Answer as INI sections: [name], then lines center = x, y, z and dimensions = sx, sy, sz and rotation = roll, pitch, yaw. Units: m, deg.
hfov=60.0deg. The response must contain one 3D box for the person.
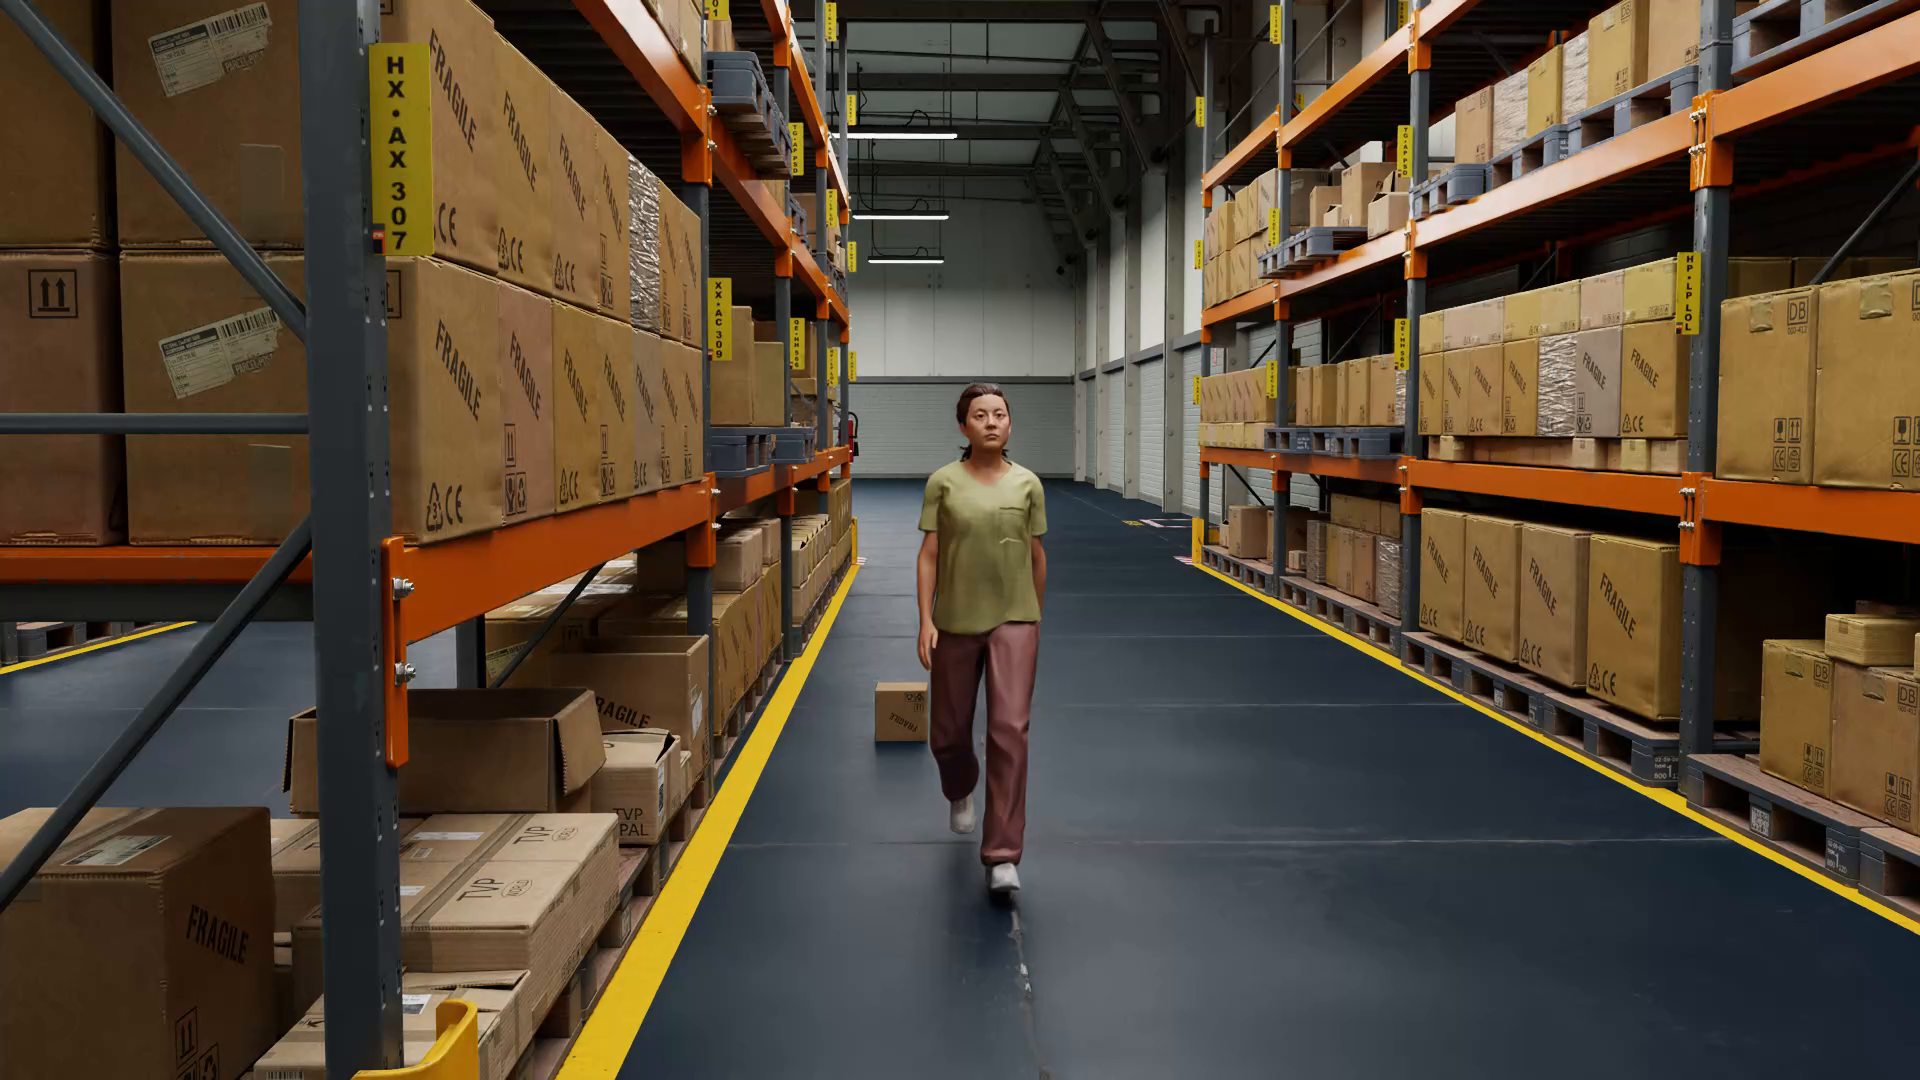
[person]
center = 0.076, 0.291, 5.579
dimensions = 0.437, 1.633, 0.920
rotation = 0, 4, 2
